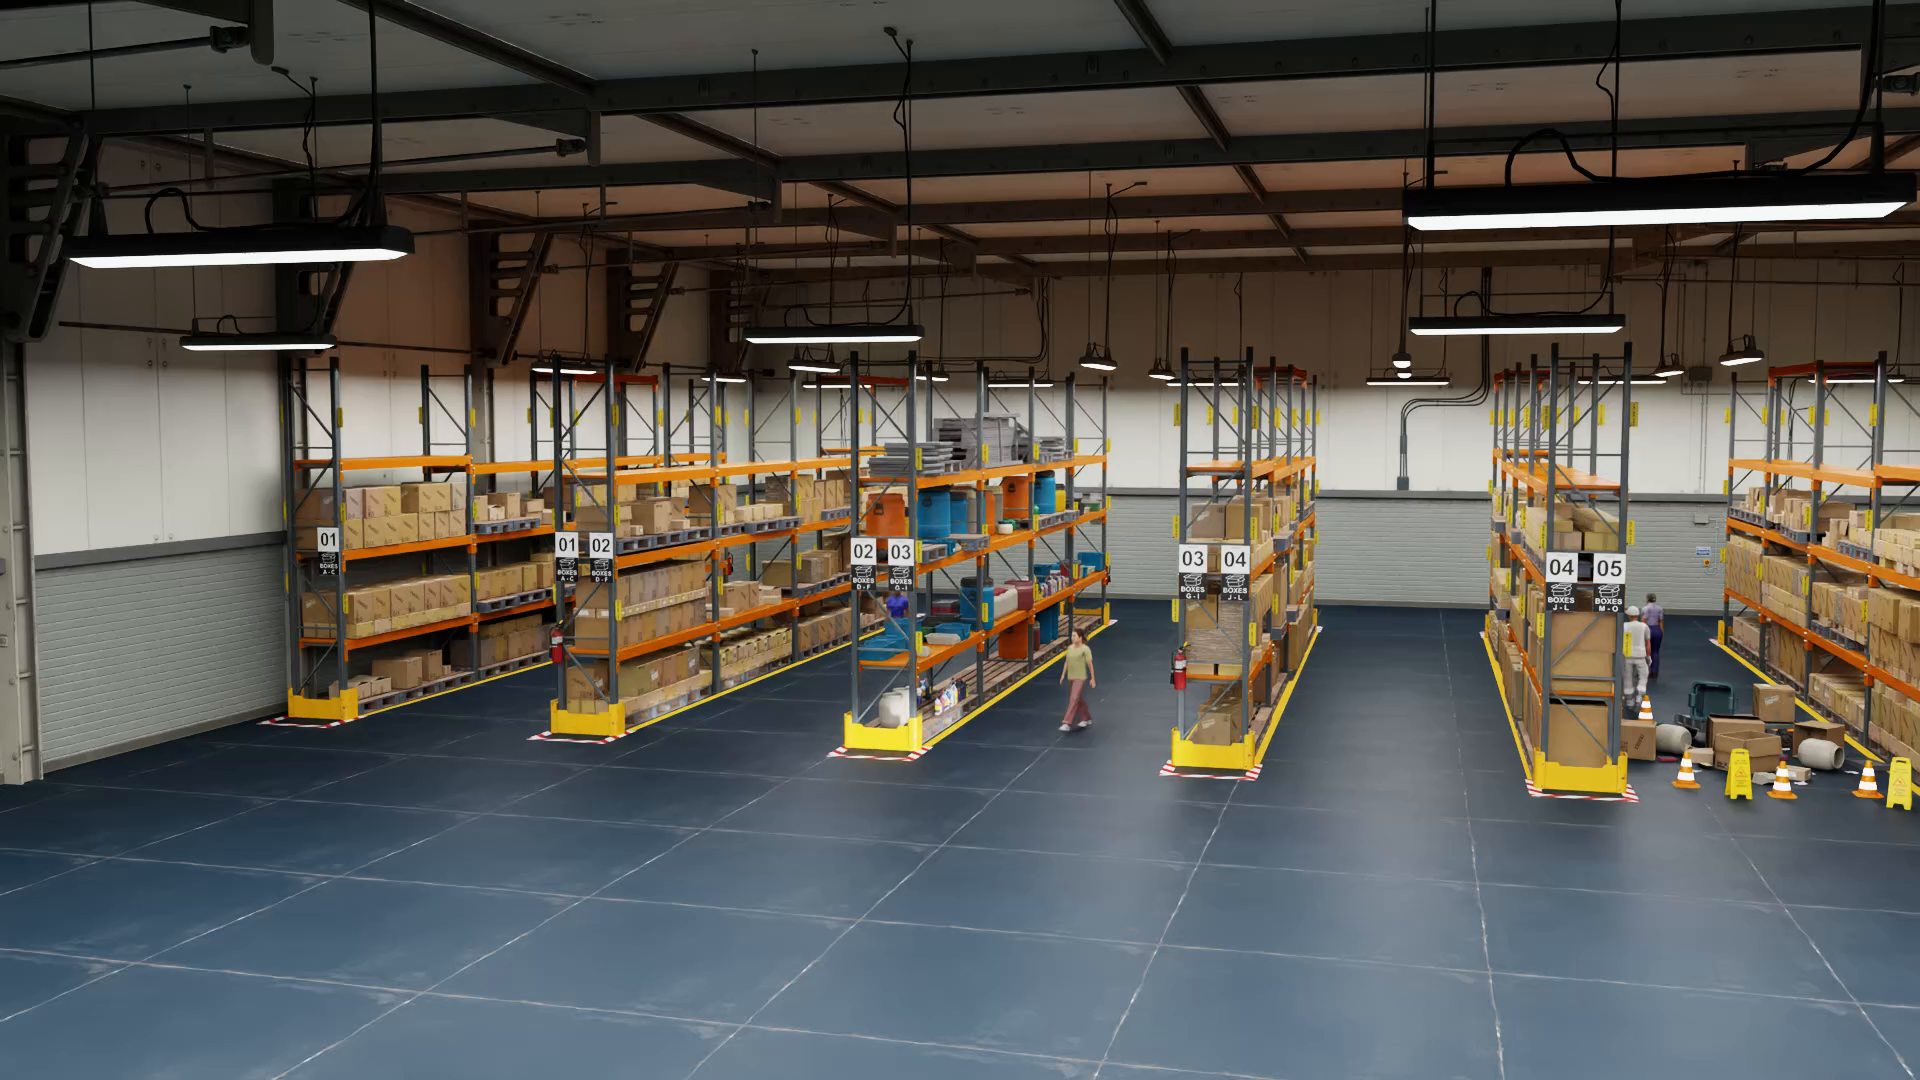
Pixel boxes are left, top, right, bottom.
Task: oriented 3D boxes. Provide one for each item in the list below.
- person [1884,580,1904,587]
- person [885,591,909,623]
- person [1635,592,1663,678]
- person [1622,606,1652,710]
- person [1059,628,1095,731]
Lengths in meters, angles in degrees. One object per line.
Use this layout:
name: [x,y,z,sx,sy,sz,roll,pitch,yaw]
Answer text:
person: [20.775,1.421,36.977,0.989,1.734,0.563,1,4,11]
person: [-1.281,1.684,34.046,0.450,1.593,1.045,1,4,15]
person: [13.280,1.944,32.031,0.529,1.493,0.392,-1,4,-13]
person: [11.557,2.026,28.516,0.573,1.783,0.553,1,4,16]
person: [1.815,2.222,26.606,0.977,1.618,0.489,-4,6,-42]
